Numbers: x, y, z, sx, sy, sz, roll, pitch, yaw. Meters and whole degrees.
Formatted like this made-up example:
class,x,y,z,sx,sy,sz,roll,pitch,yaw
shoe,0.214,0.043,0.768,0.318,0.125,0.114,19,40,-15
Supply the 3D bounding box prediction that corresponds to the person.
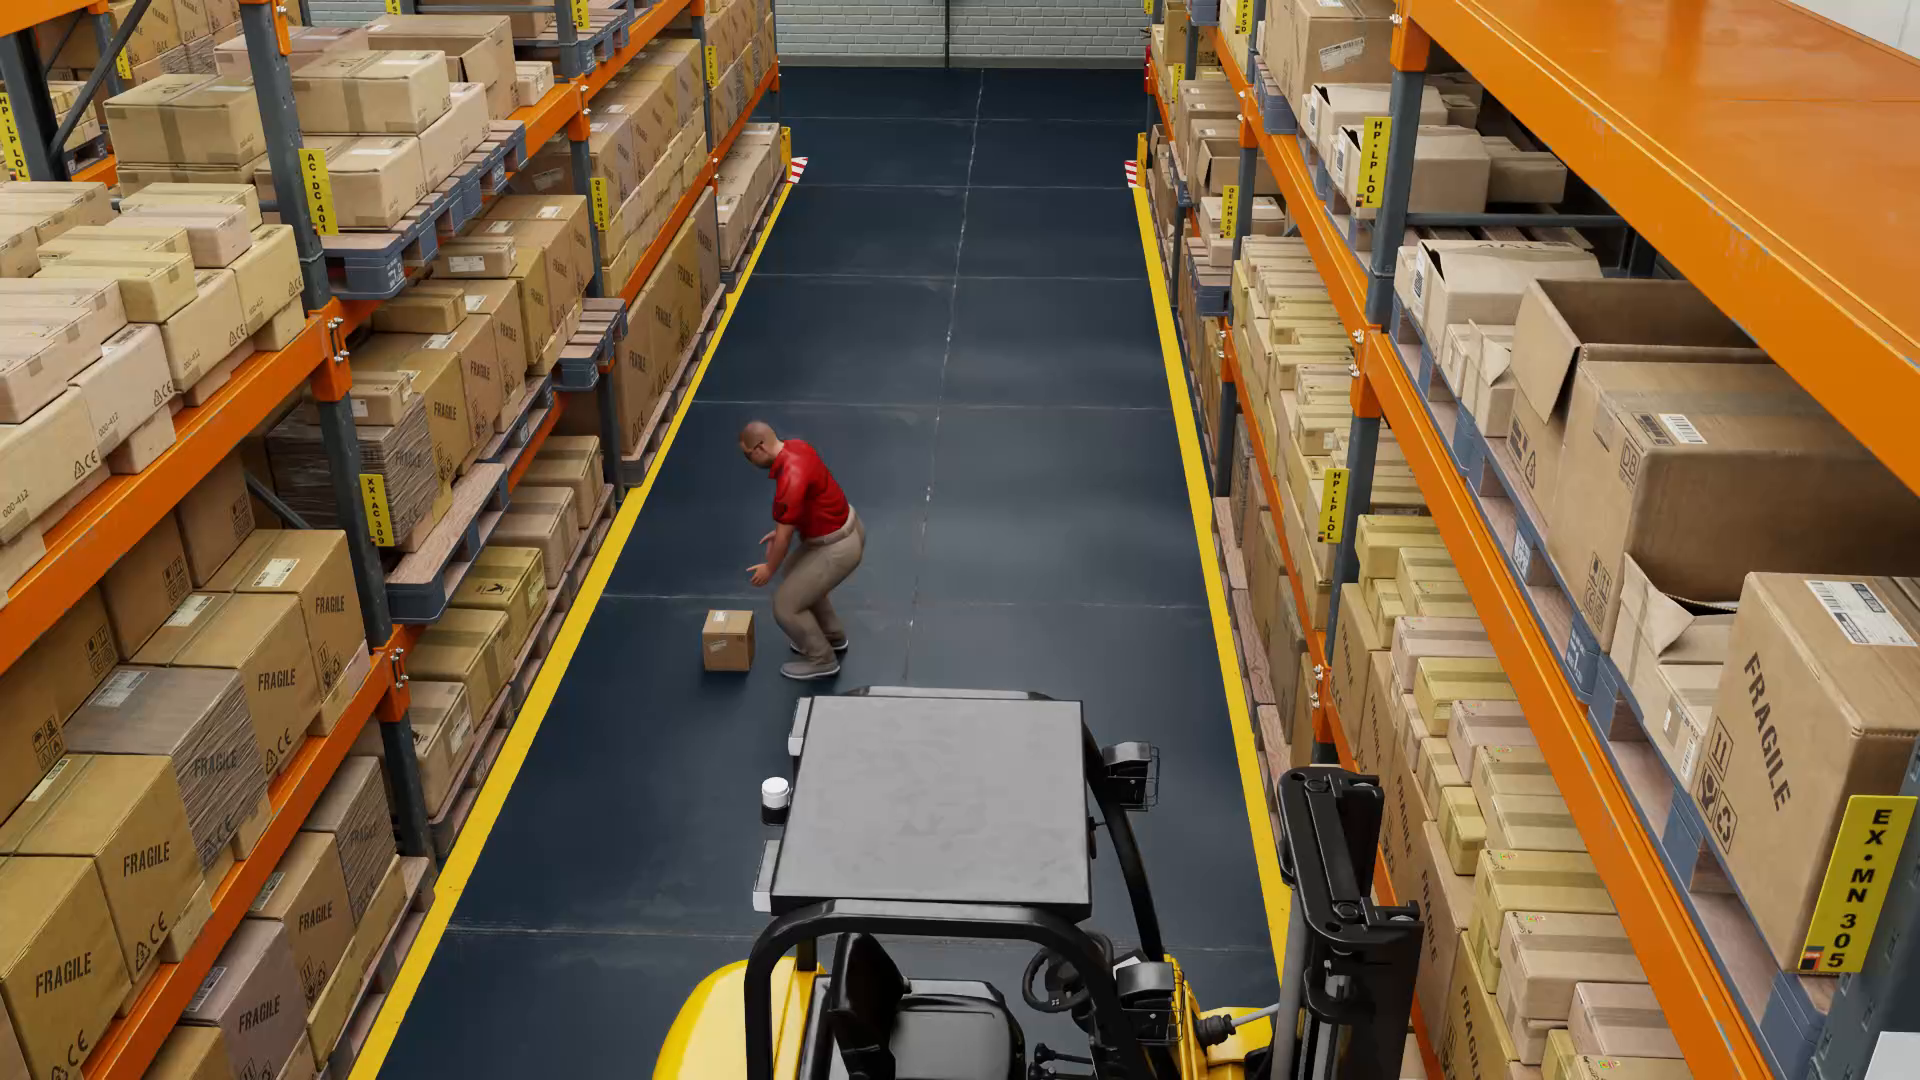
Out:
class,x,y,z,sx,sy,sz,roll,pitch,yaw
person,-0.842,0.045,9.051,0.644,1.494,0.587,1,28,2
